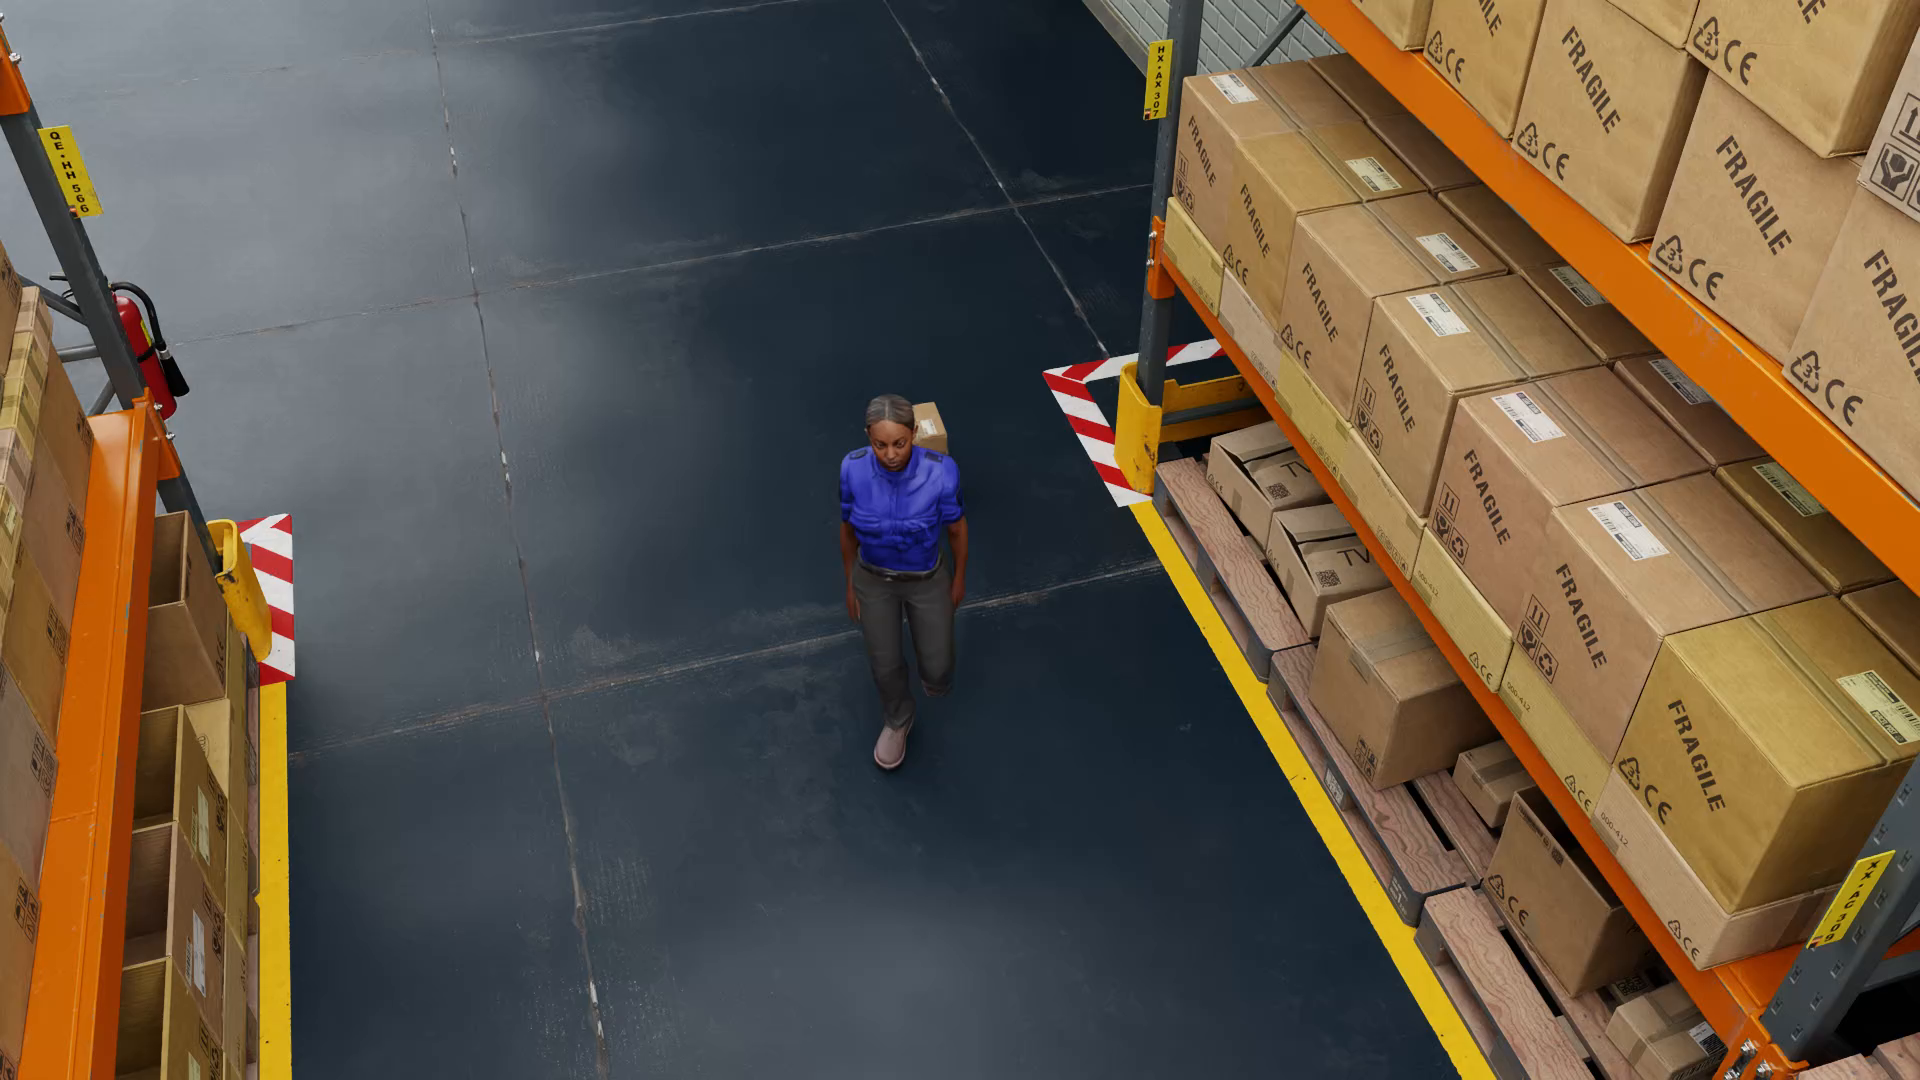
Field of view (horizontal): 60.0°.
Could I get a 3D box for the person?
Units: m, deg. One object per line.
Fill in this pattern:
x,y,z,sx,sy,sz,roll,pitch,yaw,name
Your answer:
-0.192,0.105,6.016,0.455,1.642,0.545,5,43,6,person
